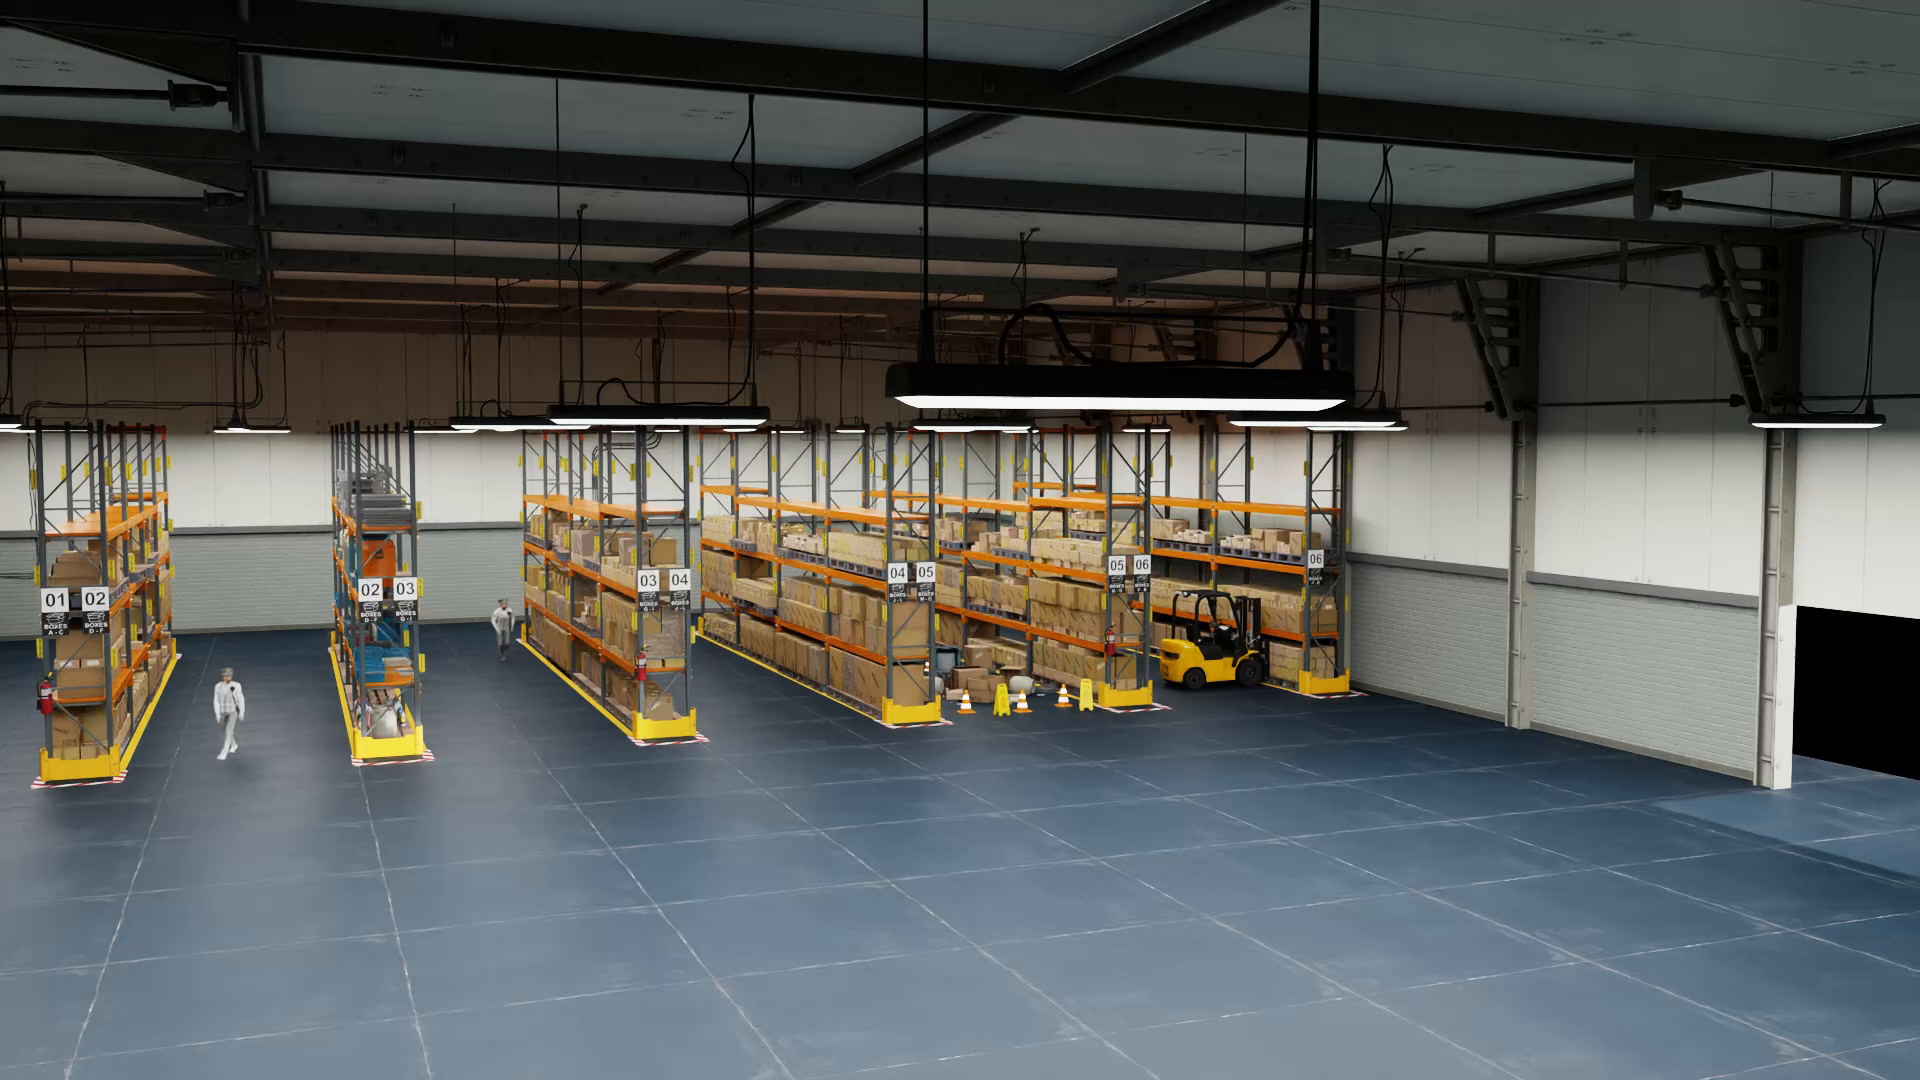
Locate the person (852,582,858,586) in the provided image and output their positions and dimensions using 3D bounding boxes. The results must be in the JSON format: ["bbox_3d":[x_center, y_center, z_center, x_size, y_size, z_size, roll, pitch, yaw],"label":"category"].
[{"bbox_3d":[-2.905,1.969,46.844,0.408,1.657,0.504,1,4,15],"label":"person"}]

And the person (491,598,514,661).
[{"bbox_3d":[-11.665,2.276,42.453,0.575,1.612,0.547,-1,4,-18],"label":"person"}]

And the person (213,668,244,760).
[{"bbox_3d":[-13.035,3.065,29.583,0.466,1.582,1.073,0,4,-4],"label":"person"}]
